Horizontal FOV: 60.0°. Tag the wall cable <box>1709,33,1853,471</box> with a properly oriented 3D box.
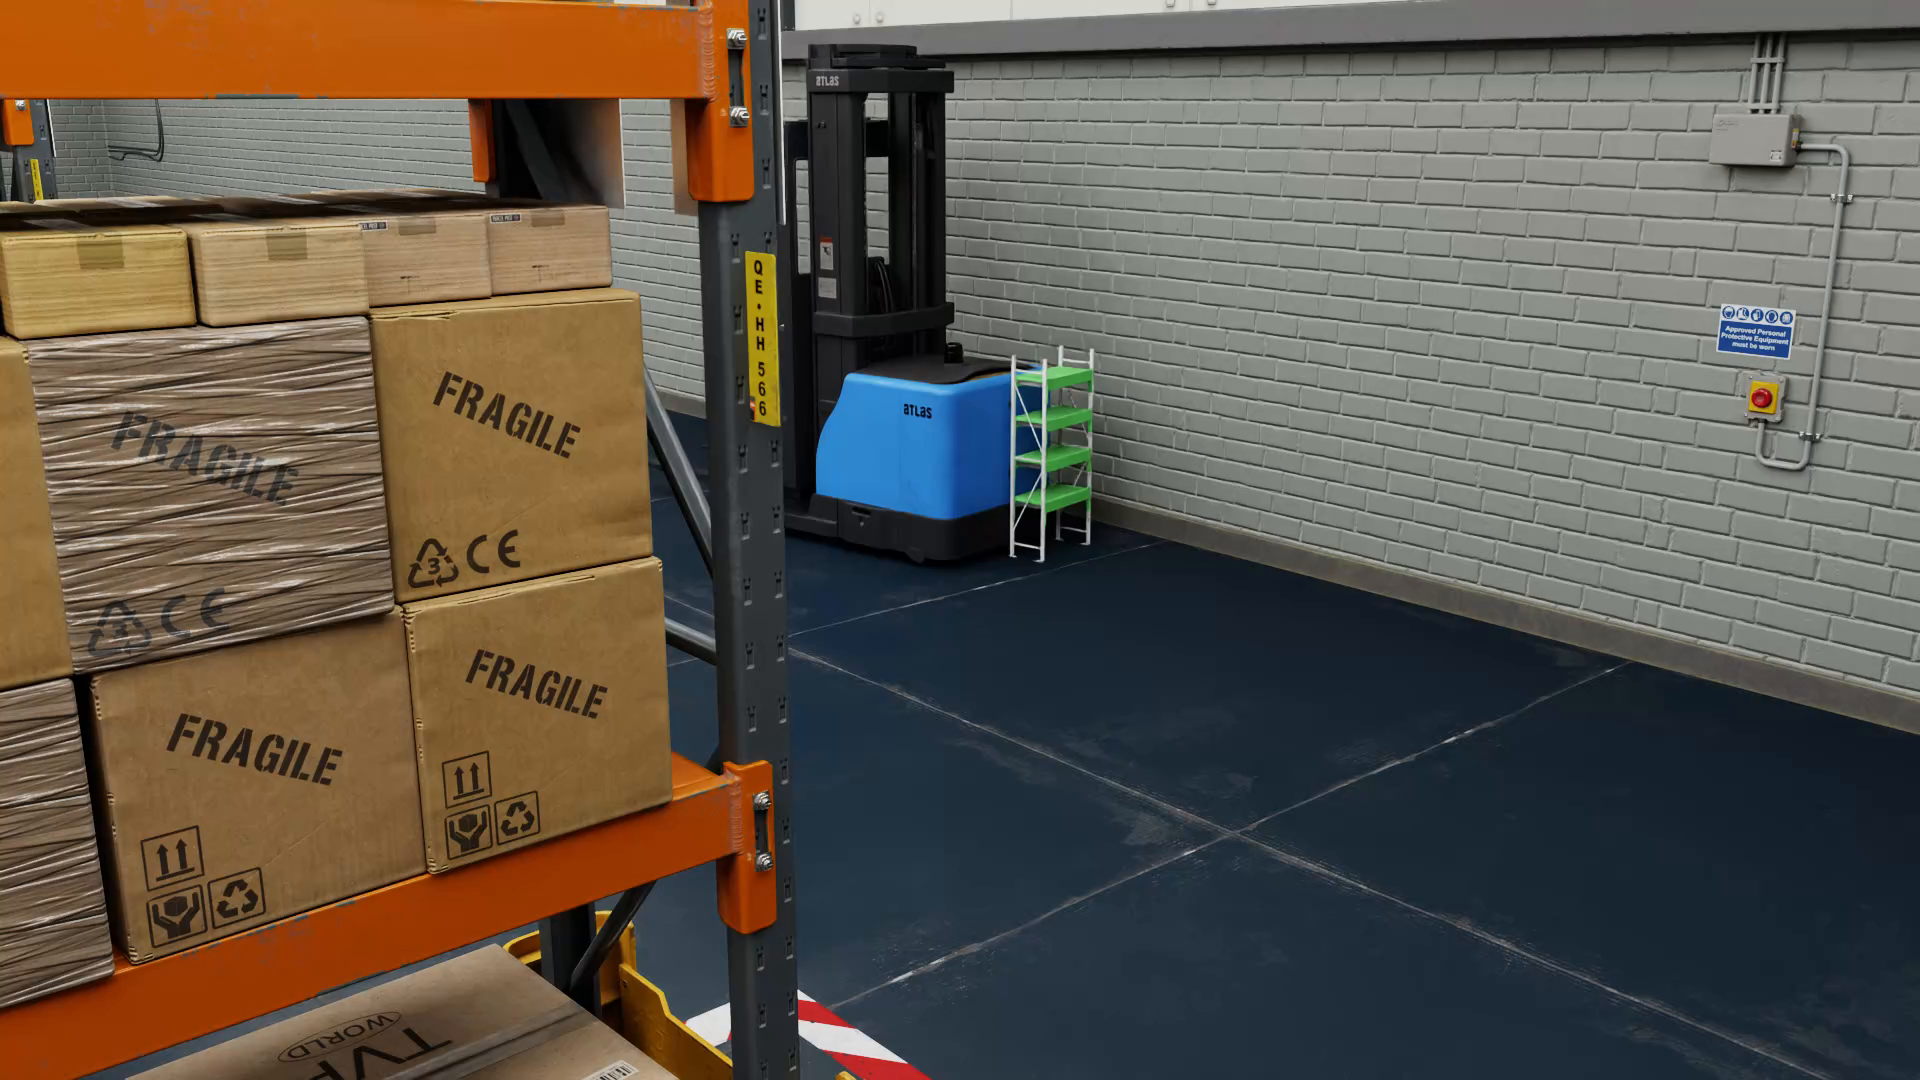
[{"bbox_3d":[3.515,-1.282,7.206,0.123,1.953,0.585,-13,19,-39],"label":"wall cable"}]

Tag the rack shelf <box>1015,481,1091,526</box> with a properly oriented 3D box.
[{"bbox_3d":[0.545,-0.221,9.930,0.258,0.148,0.480,11,19,36],"label":"rack shelf"}]

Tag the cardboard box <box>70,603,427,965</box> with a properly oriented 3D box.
[{"bbox_3d":[-1.302,0.351,2.929,0.500,0.500,0.500,-13,20,-41],"label":"cardboard box"}]

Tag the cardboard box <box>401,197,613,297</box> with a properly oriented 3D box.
[{"bbox_3d":[-0.862,-0.561,3.149,0.250,0.149,0.380,-12,19,-39],"label":"cardboard box"}]

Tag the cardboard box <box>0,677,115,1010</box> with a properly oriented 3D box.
[{"bbox_3d":[-1.683,0.440,2.596,0.500,0.500,0.500,-12,19,-38],"label":"cardboard box"}]

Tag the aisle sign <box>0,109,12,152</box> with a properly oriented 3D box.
[{"bbox_3d":[-4.191,-2.089,7.222,0.004,0.787,0.394,-13,19,-39],"label":"aisle sign"}]

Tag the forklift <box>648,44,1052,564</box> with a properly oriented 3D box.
[{"bbox_3d":[-0.889,-1.572,10.457,3.031,2.935,1.130,12,19,39],"label":"forklift"}]

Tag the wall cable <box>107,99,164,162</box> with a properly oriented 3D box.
[{"bbox_3d":[-12.482,-6.925,24.755,0.112,2.526,3.097,-13,19,-39],"label":"wall cable"}]

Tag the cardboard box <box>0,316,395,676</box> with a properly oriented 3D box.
[{"bbox_3d":[-1.306,-0.125,2.774,0.500,0.500,0.500,-13,19,-39],"label":"cardboard box"}]

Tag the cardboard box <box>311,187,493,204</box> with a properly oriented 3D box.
[{"bbox_3d":[-1.173,-0.654,3.500,0.250,0.149,0.380,-12,19,-38],"label":"cardboard box"}]

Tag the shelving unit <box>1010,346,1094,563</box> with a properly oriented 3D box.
[{"bbox_3d":[0.545,-0.515,9.851,0.258,1.200,0.503,11,19,36],"label":"shelving unit"}]

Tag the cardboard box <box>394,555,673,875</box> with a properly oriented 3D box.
[{"bbox_3d":[-0.913,0.269,3.237,0.500,0.500,0.500,-13,19,-39],"label":"cardboard box"}]

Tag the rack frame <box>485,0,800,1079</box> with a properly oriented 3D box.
[{"bbox_3d":[-0.721,0.185,3.746,0.053,2.616,0.949,-13,19,-39],"label":"rack frame"}]

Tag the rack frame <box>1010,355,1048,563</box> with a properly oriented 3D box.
[{"bbox_3d":[0.397,-0.464,9.664,0.240,1.200,0.015,11,19,36],"label":"rack frame"}]

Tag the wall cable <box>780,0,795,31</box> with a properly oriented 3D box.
[{"bbox_3d":[-0.700,-6.485,10.856,0.120,5.999,2.277,-13,19,-39],"label":"wall cable"}]

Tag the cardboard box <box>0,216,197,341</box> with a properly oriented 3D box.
[{"bbox_3d":[-1.395,-0.418,2.616,0.250,0.149,0.380,-12,19,-38],"label":"cardboard box"}]

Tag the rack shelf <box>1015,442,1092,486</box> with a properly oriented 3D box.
[{"bbox_3d":[0.545,-0.453,9.868,0.258,0.148,0.480,11,19,36],"label":"rack shelf"}]

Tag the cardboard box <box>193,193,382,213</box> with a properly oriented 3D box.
[{"bbox_3d":[-1.324,-0.596,3.281,0.250,0.149,0.380,-12,19,-38],"label":"cardboard box"}]

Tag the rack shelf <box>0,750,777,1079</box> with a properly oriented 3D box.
[{"bbox_3d":[-2.232,0.870,2.573,4.000,0.370,1.077,-13,19,-39],"label":"rack shelf"}]

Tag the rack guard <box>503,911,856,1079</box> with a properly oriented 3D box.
[{"bbox_3d":[-0.705,1.388,4.086,0.348,0.500,1.175,-13,19,-39],"label":"rack guard"}]

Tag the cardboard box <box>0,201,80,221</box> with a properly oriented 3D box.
[{"bbox_3d":[-1.782,-0.526,3.020,0.250,0.149,0.380,-13,20,-41],"label":"cardboard box"}]

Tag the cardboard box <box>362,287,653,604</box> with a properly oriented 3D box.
[{"bbox_3d":[-0.931,-0.219,3.127,0.500,0.500,0.500,-12,19,-38],"label":"cardboard box"}]

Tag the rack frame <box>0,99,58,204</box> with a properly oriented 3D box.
[{"bbox_3d":[-4.049,-0.763,7.292,0.127,3.000,1.000,-13,19,-39],"label":"rack frame"}]

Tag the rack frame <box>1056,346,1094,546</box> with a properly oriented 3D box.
[{"bbox_3d":[0.693,-0.565,10.039,0.240,1.200,0.015,11,19,36],"label":"rack frame"}]

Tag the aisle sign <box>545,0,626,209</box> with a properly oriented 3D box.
[{"bbox_3d":[-0.859,-1.141,3.670,0.004,0.787,0.394,-13,19,-39],"label":"aisle sign"}]

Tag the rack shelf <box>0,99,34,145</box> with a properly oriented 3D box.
[{"bbox_3d":[-5.558,-1.525,5.730,4.000,0.370,1.077,-13,19,-39],"label":"rack shelf"}]

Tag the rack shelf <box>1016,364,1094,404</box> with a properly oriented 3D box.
[{"bbox_3d":[0.545,-0.917,9.744,0.258,0.148,0.480,11,19,36],"label":"rack shelf"}]

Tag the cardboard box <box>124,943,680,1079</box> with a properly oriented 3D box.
[{"bbox_3d":[-1.155,1.350,3.534,0.875,0.438,0.875,-14,20,-41],"label":"cardboard box"}]

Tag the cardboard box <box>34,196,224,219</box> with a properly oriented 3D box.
[{"bbox_3d":[-1.595,-0.575,3.200,0.250,0.149,0.380,-12,19,-38],"label":"cardboard box"}]

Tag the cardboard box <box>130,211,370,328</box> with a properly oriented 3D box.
[{"bbox_3d":[-1.178,-0.453,2.746,0.250,0.149,0.380,-13,20,-40],"label":"cardboard box"}]

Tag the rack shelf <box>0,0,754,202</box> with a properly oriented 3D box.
[{"bbox_3d":[-2.232,-0.579,2.186,4.000,0.370,1.077,-13,19,-39],"label":"rack shelf"}]

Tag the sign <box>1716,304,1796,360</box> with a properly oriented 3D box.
[{"bbox_3d":[3.530,-0.926,7.381,0.001,0.218,0.327,-13,19,-39],"label":"sign"}]

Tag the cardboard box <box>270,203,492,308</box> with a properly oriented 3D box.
[{"bbox_3d":[-1.038,-0.513,2.971,0.250,0.149,0.380,-12,19,-38],"label":"cardboard box"}]

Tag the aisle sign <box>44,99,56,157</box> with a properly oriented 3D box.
[{"bbox_3d":[-3.797,-1.972,6.784,0.004,0.787,0.394,-13,19,-39],"label":"aisle sign"}]

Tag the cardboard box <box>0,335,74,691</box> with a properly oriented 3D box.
[{"bbox_3d":[-1.681,-0.042,2.463,0.500,0.500,0.500,-13,20,-40],"label":"cardboard box"}]

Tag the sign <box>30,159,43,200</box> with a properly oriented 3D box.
[{"bbox_3d":[-3.700,-1.363,6.685,0.005,0.325,0.100,-13,19,-39],"label":"sign"}]

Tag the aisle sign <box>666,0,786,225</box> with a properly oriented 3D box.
[{"bbox_3d":[-0.465,-1.024,3.233,0.004,0.787,0.394,-13,19,-39],"label":"aisle sign"}]

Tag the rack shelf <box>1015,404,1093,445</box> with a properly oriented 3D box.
[{"bbox_3d":[0.545,-0.685,9.806,0.258,0.148,0.480,11,19,36],"label":"rack shelf"}]

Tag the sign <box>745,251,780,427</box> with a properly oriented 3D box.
[{"bbox_3d":[-0.377,-0.382,3.164,0.005,0.325,0.100,-13,19,-39],"label":"sign"}]
